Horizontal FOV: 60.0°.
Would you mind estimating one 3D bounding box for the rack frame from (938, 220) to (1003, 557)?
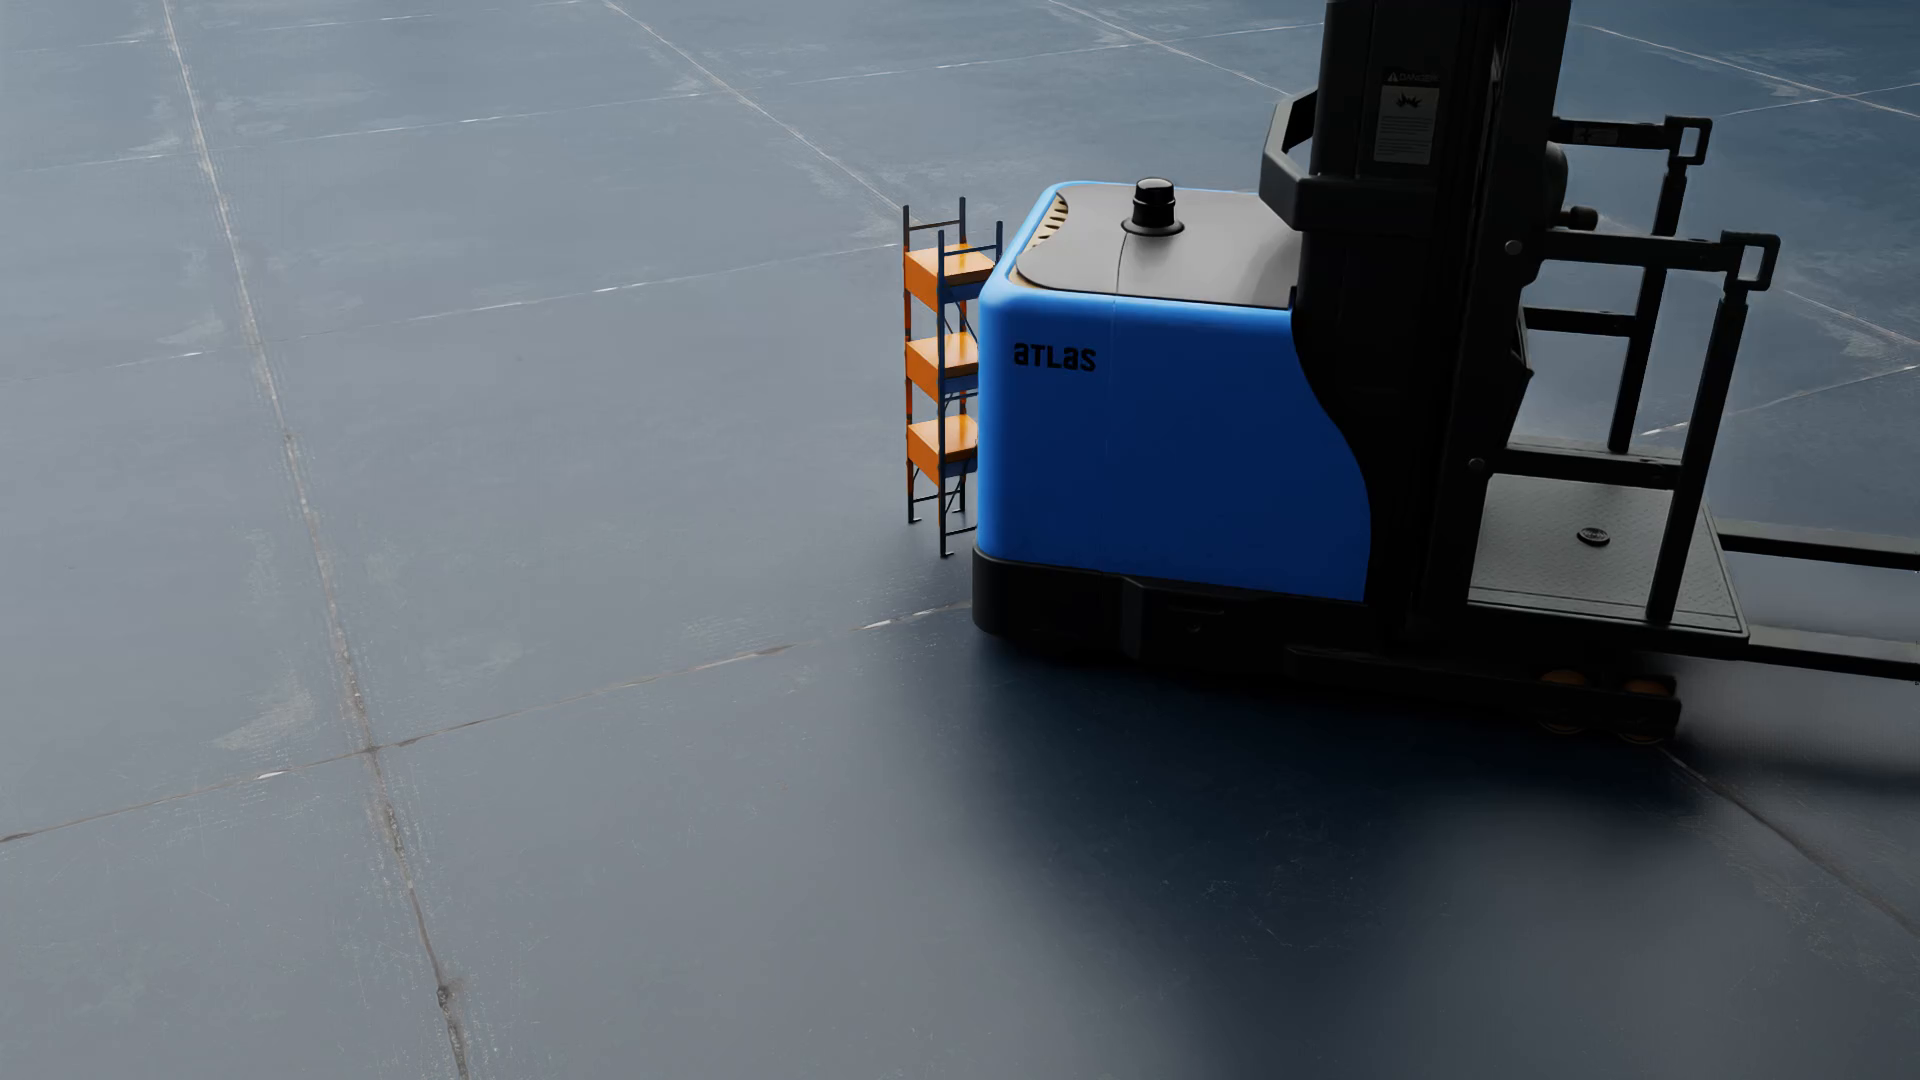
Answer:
[{"bbox_3d":[0.029,-0.428,4.939,0.200,1.050,0.008,-13,32,-22],"label":"rack frame"}]

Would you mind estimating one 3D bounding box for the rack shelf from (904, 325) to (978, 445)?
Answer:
[{"bbox_3d":[-0.023,-0.472,5.041,0.215,0.259,0.240,-13,32,-22],"label":"rack shelf"}]

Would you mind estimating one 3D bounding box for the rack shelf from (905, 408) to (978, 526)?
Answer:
[{"bbox_3d":[-0.023,-0.230,5.176,0.215,0.259,0.240,-13,32,-22],"label":"rack shelf"}]

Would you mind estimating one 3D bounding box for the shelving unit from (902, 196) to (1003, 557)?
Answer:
[{"bbox_3d":[-0.023,-0.482,5.035,0.215,1.050,0.252,-13,32,-22],"label":"shelving unit"}]

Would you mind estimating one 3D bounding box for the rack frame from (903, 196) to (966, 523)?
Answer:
[{"bbox_3d":[-0.075,-0.535,5.131,0.200,1.050,0.008,-13,32,-22],"label":"rack frame"}]

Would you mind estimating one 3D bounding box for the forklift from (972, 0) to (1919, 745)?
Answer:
[{"bbox_3d":[1.607,-1.036,4.100,3.031,2.935,1.130,7,30,12],"label":"forklift"}]

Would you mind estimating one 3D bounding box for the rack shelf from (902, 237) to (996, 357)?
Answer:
[{"bbox_3d":[-0.023,-0.720,4.902,0.215,0.259,0.240,-13,32,-22],"label":"rack shelf"}]
